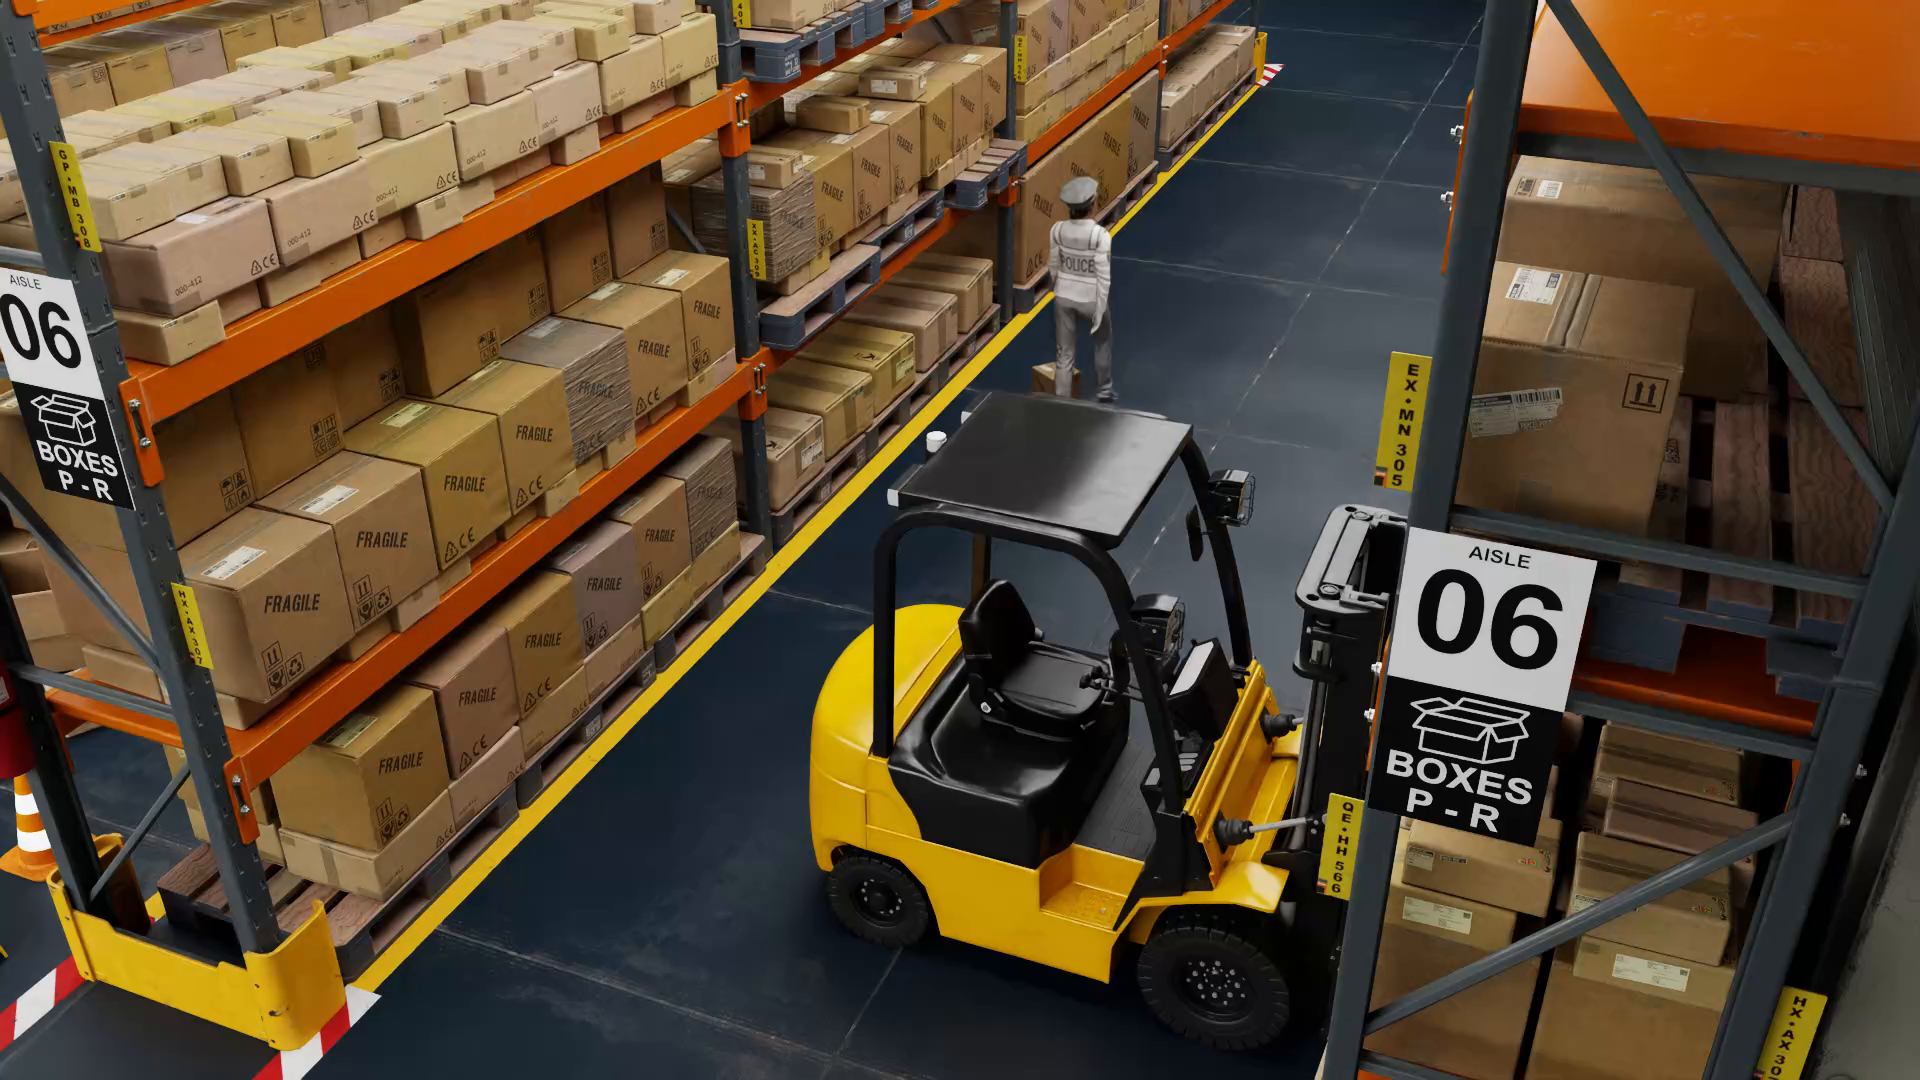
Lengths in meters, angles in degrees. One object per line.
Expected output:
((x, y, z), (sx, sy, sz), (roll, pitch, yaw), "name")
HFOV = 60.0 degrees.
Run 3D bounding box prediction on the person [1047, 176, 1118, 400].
((0.829, -1.629, 11.220), (0.485, 1.721, 0.743), (11, 32, 19), "person")
